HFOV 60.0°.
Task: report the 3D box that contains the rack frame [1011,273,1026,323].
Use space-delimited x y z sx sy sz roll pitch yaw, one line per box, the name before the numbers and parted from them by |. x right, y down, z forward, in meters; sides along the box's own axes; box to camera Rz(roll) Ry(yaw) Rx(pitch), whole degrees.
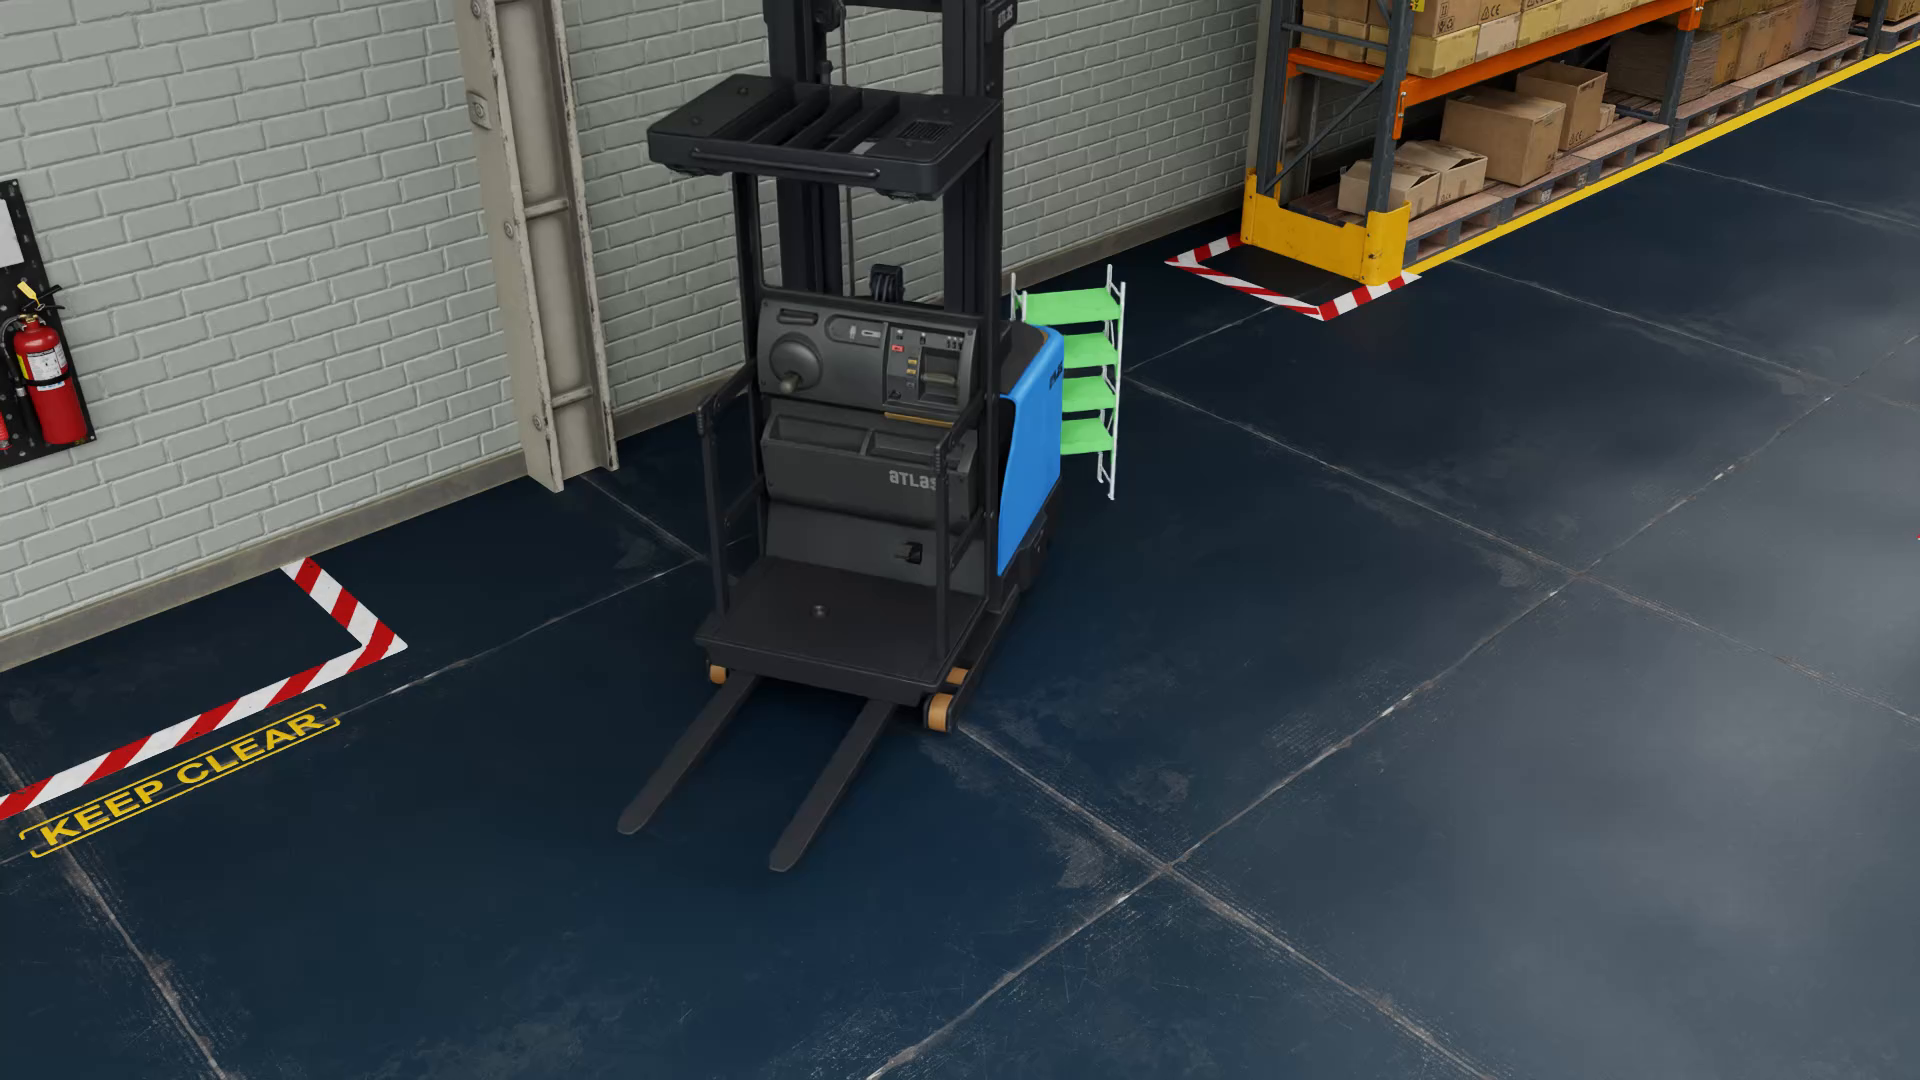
rack frame | 0.282 -0.724 8.284 0.015 1.200 0.240 -7 32 -11

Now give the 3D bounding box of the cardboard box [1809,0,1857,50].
cardboard box | 7.783 -4.886 15.339 0.500 0.500 0.700 -25 39 -35

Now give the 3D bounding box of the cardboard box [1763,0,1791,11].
cardboard box | 6.949 -4.843 14.551 0.500 0.250 0.500 -26 40 -36

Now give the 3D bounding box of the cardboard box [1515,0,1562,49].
cardboard box | 3.732 -3.566 11.332 0.500 0.250 0.500 -27 40 -36

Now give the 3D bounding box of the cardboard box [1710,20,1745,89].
cardboard box | 6.216 -4.212 14.238 0.500 0.500 0.700 -27 40 -36

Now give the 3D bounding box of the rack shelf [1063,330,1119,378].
rack shelf | 0.520 -0.902 8.237 0.480 0.148 0.258 -7 32 -11

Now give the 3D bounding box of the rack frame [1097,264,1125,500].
rack frame | 0.758 -0.779 8.374 0.015 1.200 0.240 -7 32 -11

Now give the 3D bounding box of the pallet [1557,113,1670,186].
pallet | 4.874 -3.180 13.248 1.213 0.211 1.003 -26 40 -35

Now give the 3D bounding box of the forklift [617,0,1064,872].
forklift | -0.451 -0.687 6.565 1.130 2.935 3.031 10 33 16

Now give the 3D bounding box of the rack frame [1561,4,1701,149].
rack frame | 5.342 -4.621 12.932 0.127 3.000 1.000 -26 40 -35

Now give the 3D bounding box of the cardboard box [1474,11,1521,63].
cardboard box | 3.354 -3.388 11.040 0.500 0.250 0.500 -27 41 -37

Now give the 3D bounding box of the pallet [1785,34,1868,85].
pallet | 7.702 -4.574 15.527 1.213 0.211 1.003 -26 40 -35

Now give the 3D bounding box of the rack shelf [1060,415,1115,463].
rack shelf | 0.520 -0.492 8.488 0.480 0.148 0.258 -7 32 -11

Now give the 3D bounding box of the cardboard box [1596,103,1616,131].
cardboard box | 4.971 -3.399 13.227 0.380 0.166 0.250 23 38 33

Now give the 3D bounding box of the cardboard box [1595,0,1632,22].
cardboard box | 4.472 -3.924 11.916 0.500 0.250 0.500 -26 40 -36

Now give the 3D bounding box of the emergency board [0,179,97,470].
emergency board | -3.903 -0.791 6.669 0.643 1.169 0.194 -26 40 -35

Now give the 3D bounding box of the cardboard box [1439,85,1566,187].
cardboard box | 3.968 -2.978 12.219 0.700 0.500 0.500 26 40 36

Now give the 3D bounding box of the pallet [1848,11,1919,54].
pallet | 8.905 -5.101 16.390 1.213 0.211 1.003 -26 40 -35

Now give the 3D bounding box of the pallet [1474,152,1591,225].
pallet | 3.979 -2.745 12.536 1.213 0.211 1.003 -26 40 -35

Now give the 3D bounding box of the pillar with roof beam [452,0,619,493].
pillar with roof beam | 0.862 -2.566 3.820 0.400 9.000 9.100 -26 40 -35

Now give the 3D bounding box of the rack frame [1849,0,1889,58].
rack frame | 8.276 -6.040 15.252 0.127 3.000 1.000 -26 40 -35

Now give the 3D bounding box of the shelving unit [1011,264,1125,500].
shelving unit | 0.520 -0.752 8.329 0.503 1.200 0.258 -7 32 -11

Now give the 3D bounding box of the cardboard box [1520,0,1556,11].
cardboard box | 3.716 -3.873 11.115 0.500 0.500 0.500 -27 41 -37

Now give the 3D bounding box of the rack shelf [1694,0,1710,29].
rack shelf | 6.809 -5.024 14.280 4.000 0.370 1.077 -26 40 -35

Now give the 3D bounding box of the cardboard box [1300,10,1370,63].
cardboard box | 2.620 -3.387 11.038 0.500 0.250 0.500 -25 39 -35

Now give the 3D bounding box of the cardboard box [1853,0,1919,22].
cardboard box | 8.904 -5.513 16.048 0.750 0.750 0.750 -26 40 -36

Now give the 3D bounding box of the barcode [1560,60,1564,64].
barcode | 4.783 -3.779 13.223 0.075 0.075 0.001 -26 40 -35

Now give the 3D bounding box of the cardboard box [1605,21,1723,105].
cardboard box | 5.871 -4.010 13.906 0.500 0.500 0.700 -24 39 -34

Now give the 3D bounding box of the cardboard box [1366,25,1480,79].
cardboard box | 2.983 -3.198 10.730 0.500 0.250 0.500 -27 41 -37

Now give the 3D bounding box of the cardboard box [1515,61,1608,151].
cardboard box | 4.609 -3.359 12.842 0.500 0.500 0.500 26 40 35

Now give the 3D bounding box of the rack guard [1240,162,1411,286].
rack guard | 2.465 -2.163 11.308 0.348 0.500 1.175 -26 40 -35

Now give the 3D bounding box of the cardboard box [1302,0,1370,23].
cardboard box | 2.610 -3.715 10.856 0.500 0.500 0.500 -26 40 -36

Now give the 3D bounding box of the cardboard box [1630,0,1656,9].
cardboard box | 4.830 -4.108 12.217 0.500 0.250 0.500 -26 40 -35

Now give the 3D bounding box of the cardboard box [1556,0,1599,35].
cardboard box | 4.104 -3.745 11.624 0.500 0.250 0.500 -25 40 -35

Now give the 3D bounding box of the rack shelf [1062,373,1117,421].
rack shelf | 0.520 -0.697 8.362 0.480 0.148 0.258 -7 32 -11

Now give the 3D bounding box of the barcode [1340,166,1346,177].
barcode | 2.719 -2.617 11.802 0.075 0.075 0.001 -26 40 -35

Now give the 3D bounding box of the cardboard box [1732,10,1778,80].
cardboard box | 6.617 -4.378 14.508 0.500 0.500 0.700 -25 40 -35

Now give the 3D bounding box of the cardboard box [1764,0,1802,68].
cardboard box | 6.981 -4.560 14.807 0.500 0.500 0.700 -26 40 -36

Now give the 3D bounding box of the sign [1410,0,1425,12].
sign | 2.778 -3.364 10.046 0.005 0.325 0.100 -26 40 -35

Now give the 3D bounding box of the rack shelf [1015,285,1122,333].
rack shelf | 0.520 -1.107 8.112 0.480 0.148 0.258 -7 32 -11

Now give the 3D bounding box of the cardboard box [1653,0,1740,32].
cardboard box | 6.192 -4.487 13.968 0.500 0.250 0.500 -27 40 -36

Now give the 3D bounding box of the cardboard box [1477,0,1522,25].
cardboard box | 3.333 -3.693 10.819 0.500 0.500 0.500 -26 40 -35

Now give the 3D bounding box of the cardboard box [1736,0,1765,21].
cardboard box | 6.570 -4.673 14.273 0.500 0.250 0.500 -27 41 -37

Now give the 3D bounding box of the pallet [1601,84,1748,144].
pallet | 5.912 -3.708 14.112 1.213 0.211 1.003 -26 40 -35

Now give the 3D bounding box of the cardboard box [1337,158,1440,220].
cardboard box | 2.978 -2.454 11.543 0.500 0.311 0.500 24 39 34

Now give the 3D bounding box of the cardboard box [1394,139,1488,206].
cardboard box | 3.396 -2.656 11.874 0.500 0.311 0.500 -22 38 -32

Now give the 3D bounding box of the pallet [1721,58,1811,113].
pallet | 6.807 -4.143 14.823 1.213 0.211 1.003 -26 40 -35

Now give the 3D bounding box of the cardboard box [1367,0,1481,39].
cardboard box | 2.964 -3.521 10.539 0.500 0.500 0.500 -26 40 -35

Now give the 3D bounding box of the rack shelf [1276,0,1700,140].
rack shelf | 3.876 -3.605 11.959 4.000 0.370 1.077 -26 40 -35

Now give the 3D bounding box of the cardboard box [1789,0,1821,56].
cardboard box | 7.326 -4.748 15.113 0.500 0.500 0.700 -26 40 -36

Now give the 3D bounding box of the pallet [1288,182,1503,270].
pallet | 3.085 -2.314 11.832 1.213 0.211 1.003 -26 40 -35

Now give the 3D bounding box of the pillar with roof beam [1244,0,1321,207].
pillar with roof beam | 5.262 -4.694 7.300 0.400 9.000 9.100 -26 40 -35

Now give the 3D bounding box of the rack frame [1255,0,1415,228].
rack frame | 2.409 -3.202 10.612 0.127 3.000 1.000 -26 40 -35
